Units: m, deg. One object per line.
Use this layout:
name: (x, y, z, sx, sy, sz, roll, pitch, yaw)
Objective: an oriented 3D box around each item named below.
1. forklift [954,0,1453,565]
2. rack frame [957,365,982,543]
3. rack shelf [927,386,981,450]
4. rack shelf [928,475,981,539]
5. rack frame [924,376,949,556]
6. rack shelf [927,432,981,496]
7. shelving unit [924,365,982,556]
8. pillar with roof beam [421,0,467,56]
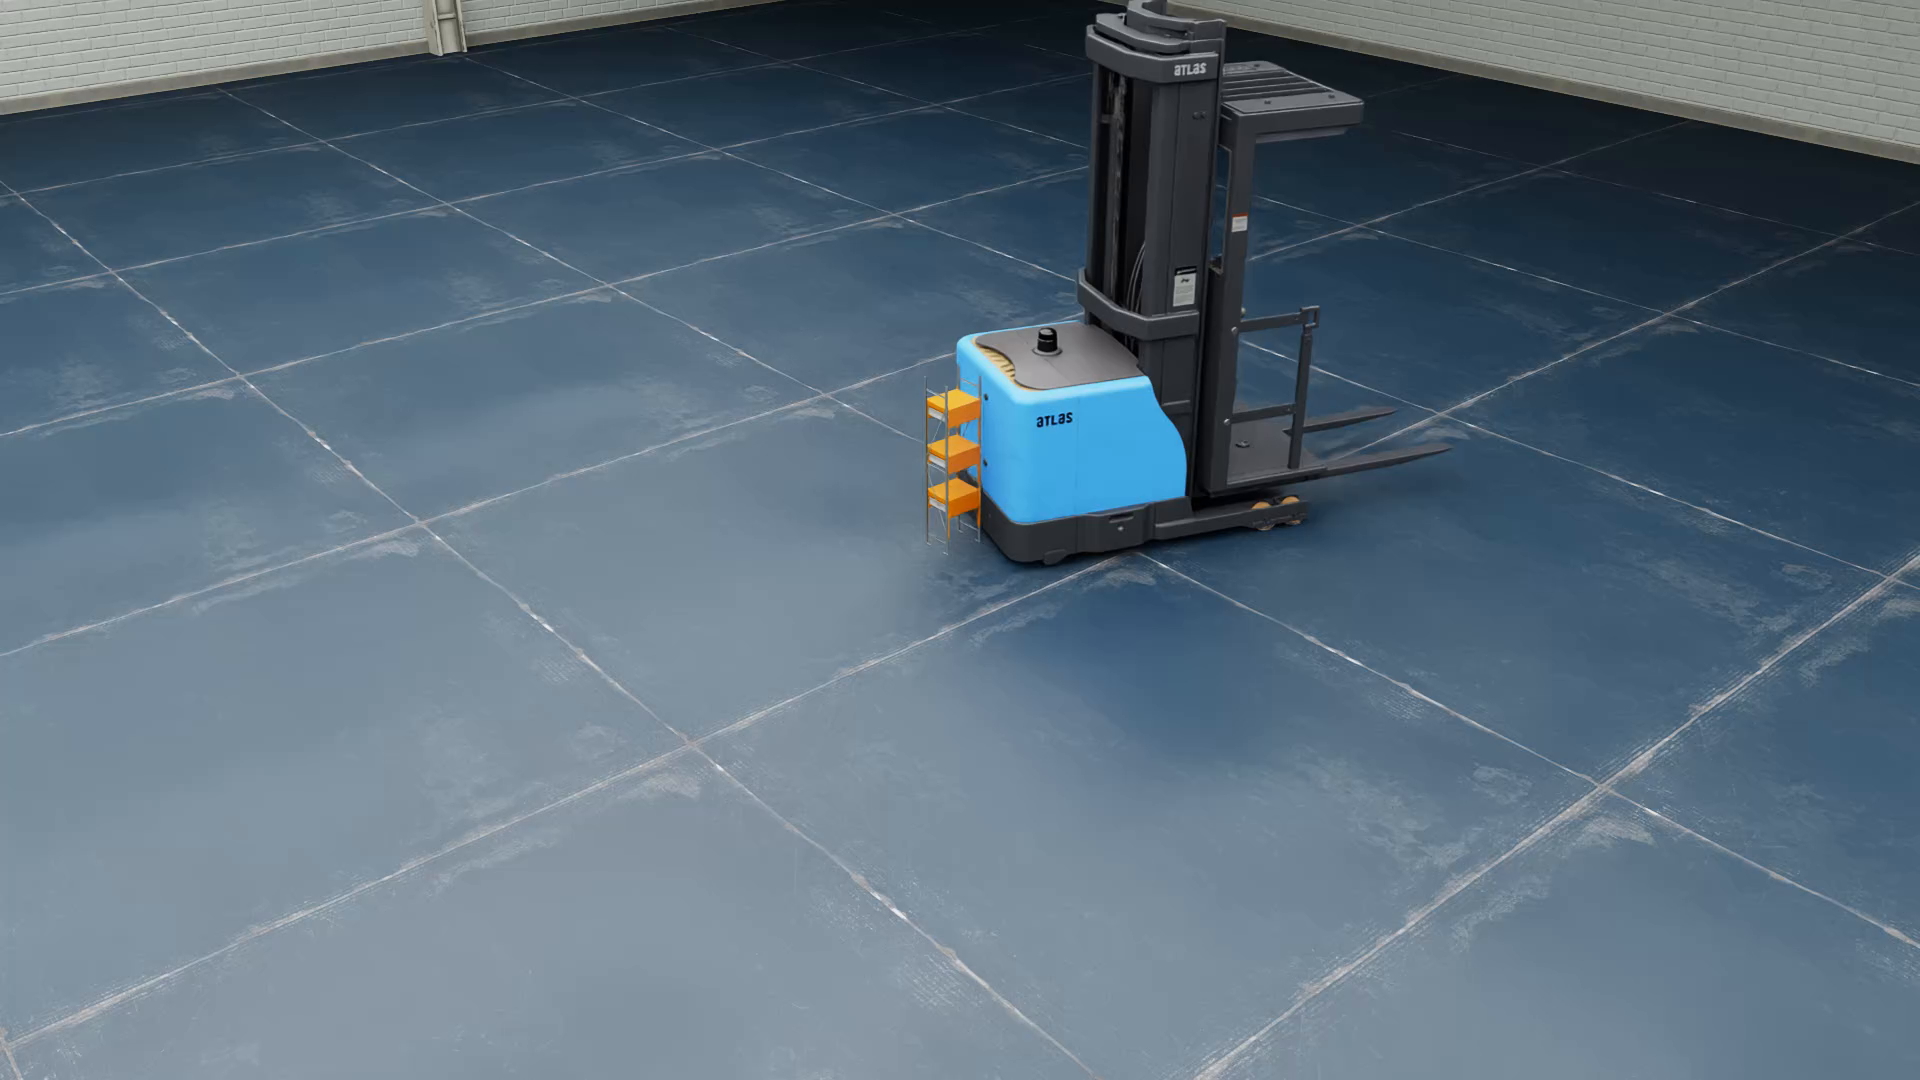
forklift: (1.538, -1.571, 9.579, 3.031, 2.935, 1.130, -10, 30, -18)
rack frame: (0.052, -0.484, 9.542, 0.008, 1.050, 0.200, -22, 35, -35)
rack shelf: (-0.041, -0.688, 9.343, 0.240, 0.259, 0.215, -22, 35, -35)
rack shelf: (-0.041, -0.192, 9.608, 0.240, 0.259, 0.215, -22, 35, -35)
rack frame: (-0.134, -0.409, 9.402, 0.008, 1.050, 0.200, -22, 35, -35)
rack shelf: (-0.041, -0.437, 9.477, 0.240, 0.259, 0.215, -22, 35, -35)
shelving unit: (-0.041, -0.447, 9.472, 0.252, 1.050, 0.215, -22, 35, -35)
pillar with roof beam: (-3.867, -8.779, 16.630, 0.400, 9.000, 9.100, -22, 35, -35)
